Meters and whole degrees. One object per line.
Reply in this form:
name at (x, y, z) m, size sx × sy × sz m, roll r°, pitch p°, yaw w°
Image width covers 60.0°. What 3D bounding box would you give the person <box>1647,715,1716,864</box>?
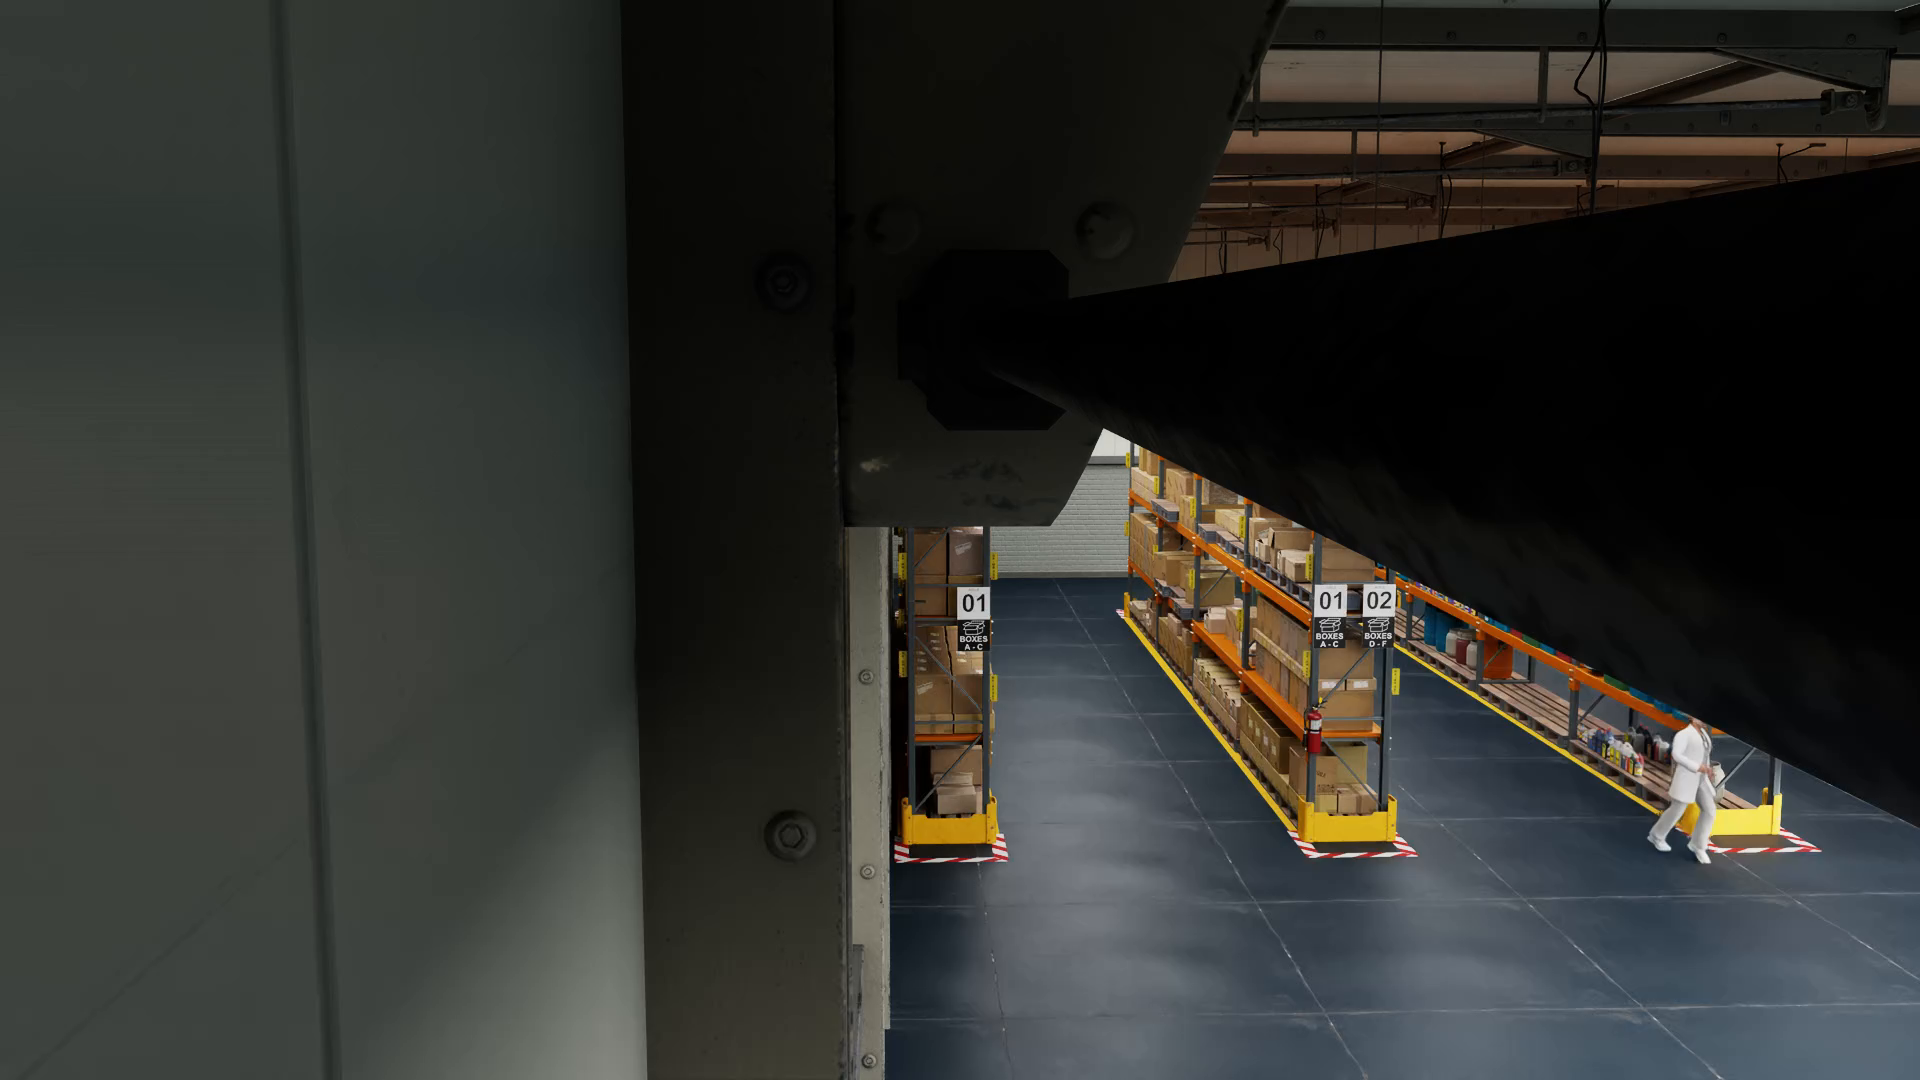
person at (8.785, 2.915, 19.976) m, size 0.773 × 1.816 × 0.788 m, roll -5°, pitch 9°, yaw -32°
